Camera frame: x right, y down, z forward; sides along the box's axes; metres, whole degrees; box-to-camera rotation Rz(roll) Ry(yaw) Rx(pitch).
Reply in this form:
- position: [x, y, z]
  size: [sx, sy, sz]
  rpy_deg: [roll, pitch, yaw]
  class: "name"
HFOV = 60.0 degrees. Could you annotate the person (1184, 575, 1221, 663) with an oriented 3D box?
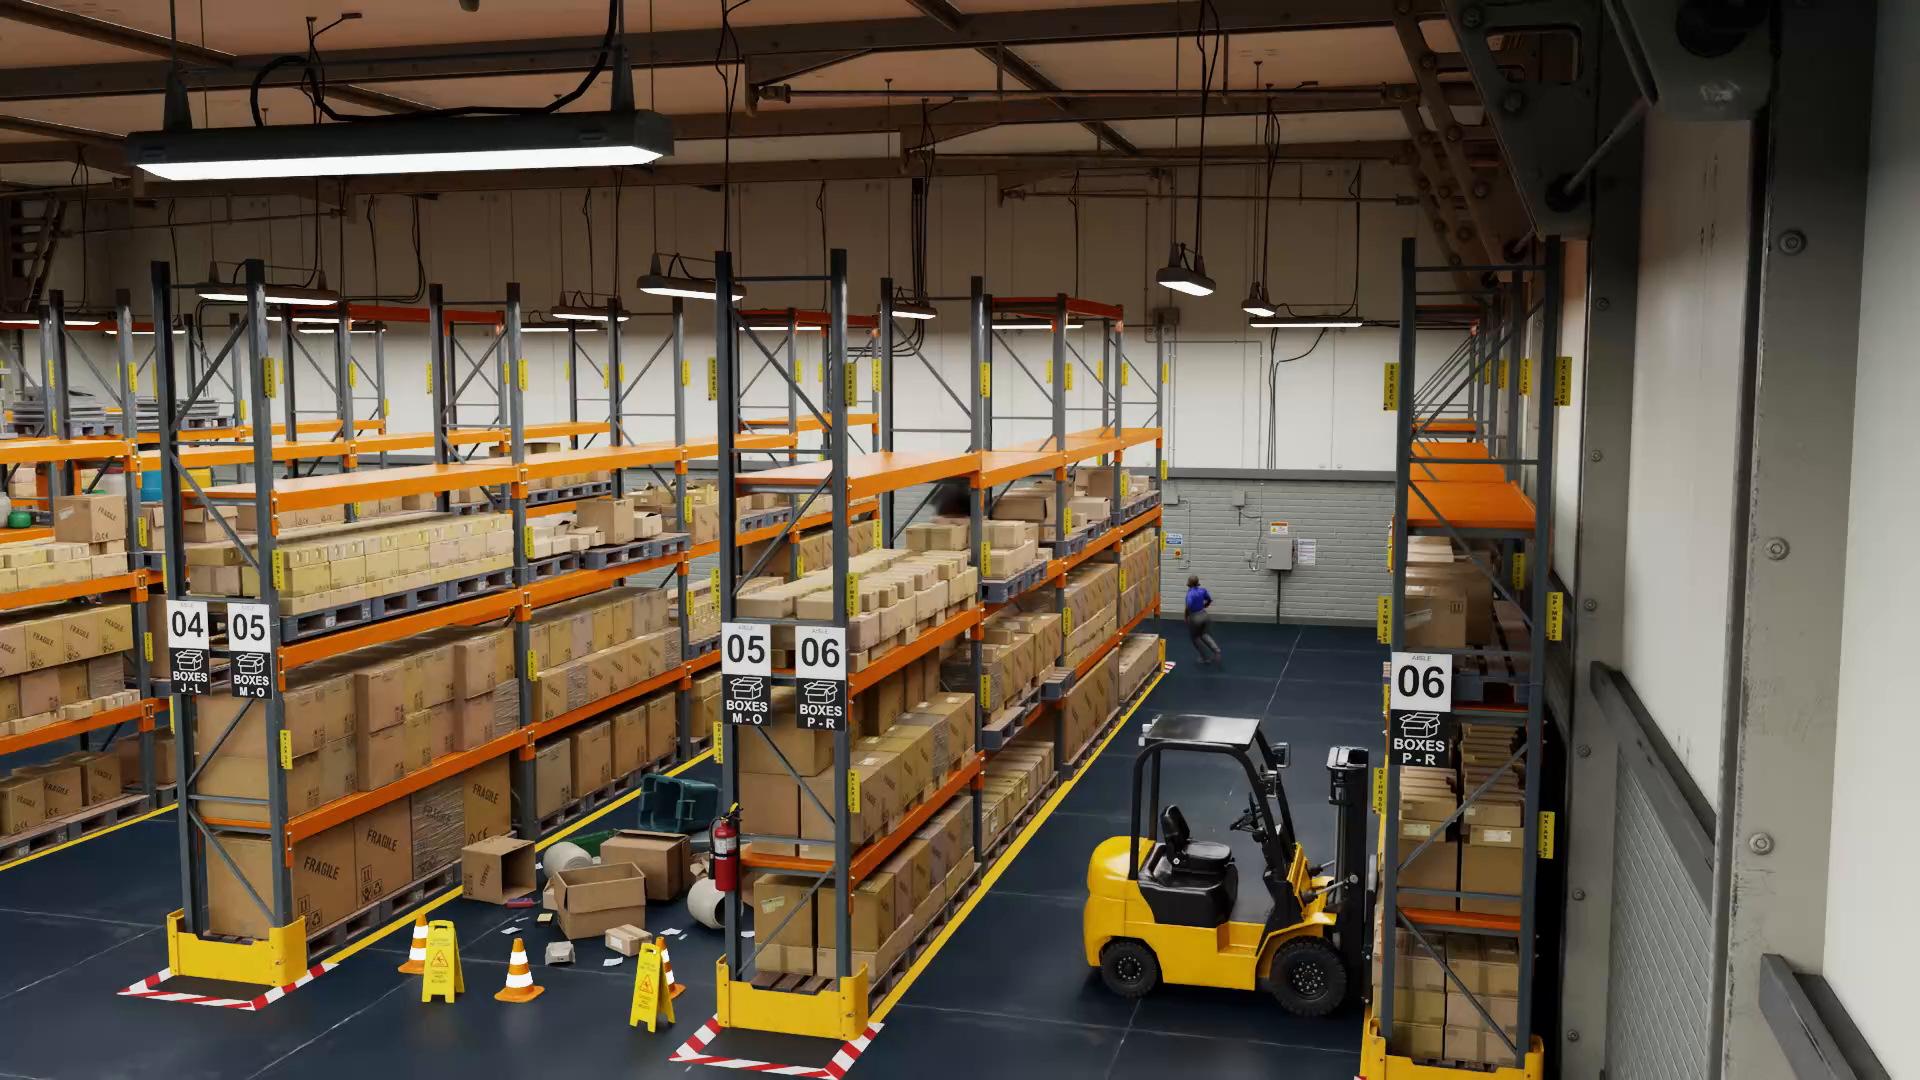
- position: [4.104, 1.371, 28.629]
  size: [0.705, 1.570, 0.562]
  rpy_deg: [-4, 7, -33]
  class: "person"
